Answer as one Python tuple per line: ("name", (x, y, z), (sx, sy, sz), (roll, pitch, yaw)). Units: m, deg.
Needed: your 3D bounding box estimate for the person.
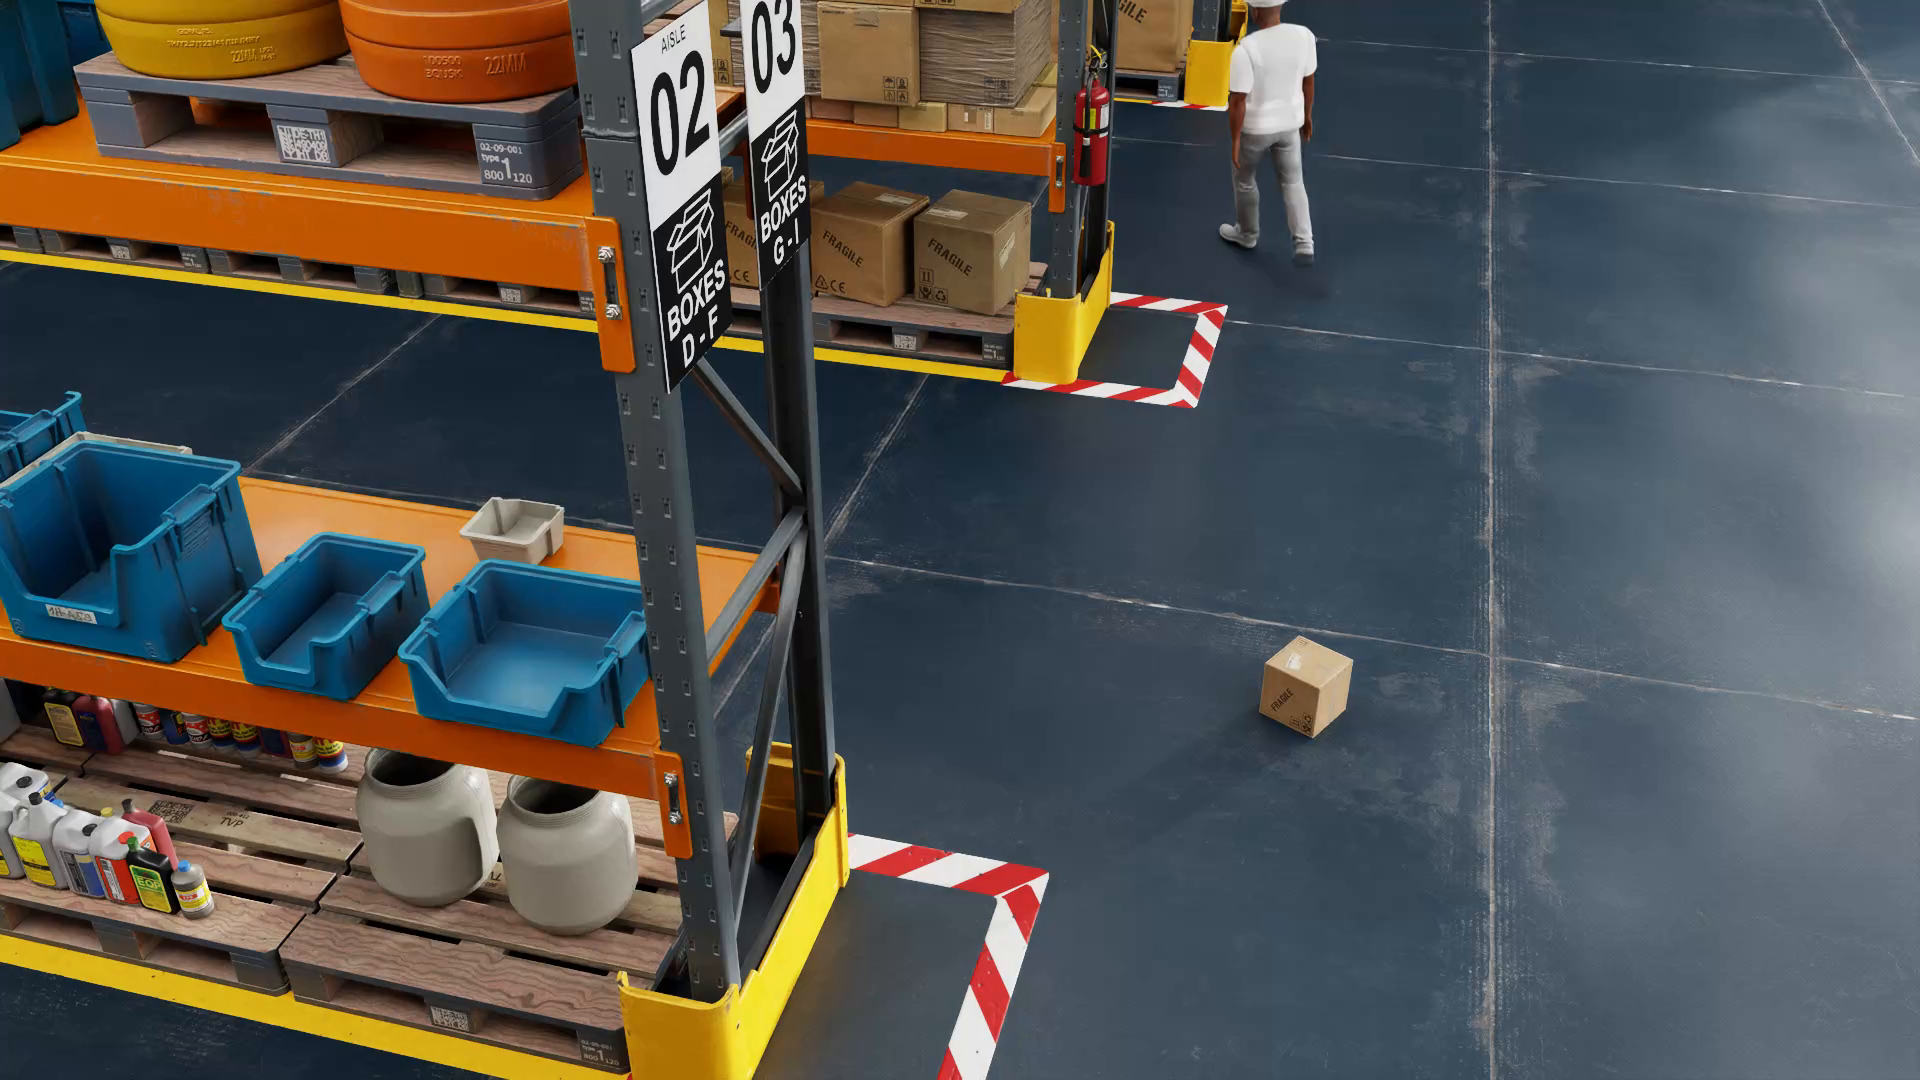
("person", (1.877, -2.495, 10.019), (0.614, 1.722, 0.921), (-6, 33, -9))
